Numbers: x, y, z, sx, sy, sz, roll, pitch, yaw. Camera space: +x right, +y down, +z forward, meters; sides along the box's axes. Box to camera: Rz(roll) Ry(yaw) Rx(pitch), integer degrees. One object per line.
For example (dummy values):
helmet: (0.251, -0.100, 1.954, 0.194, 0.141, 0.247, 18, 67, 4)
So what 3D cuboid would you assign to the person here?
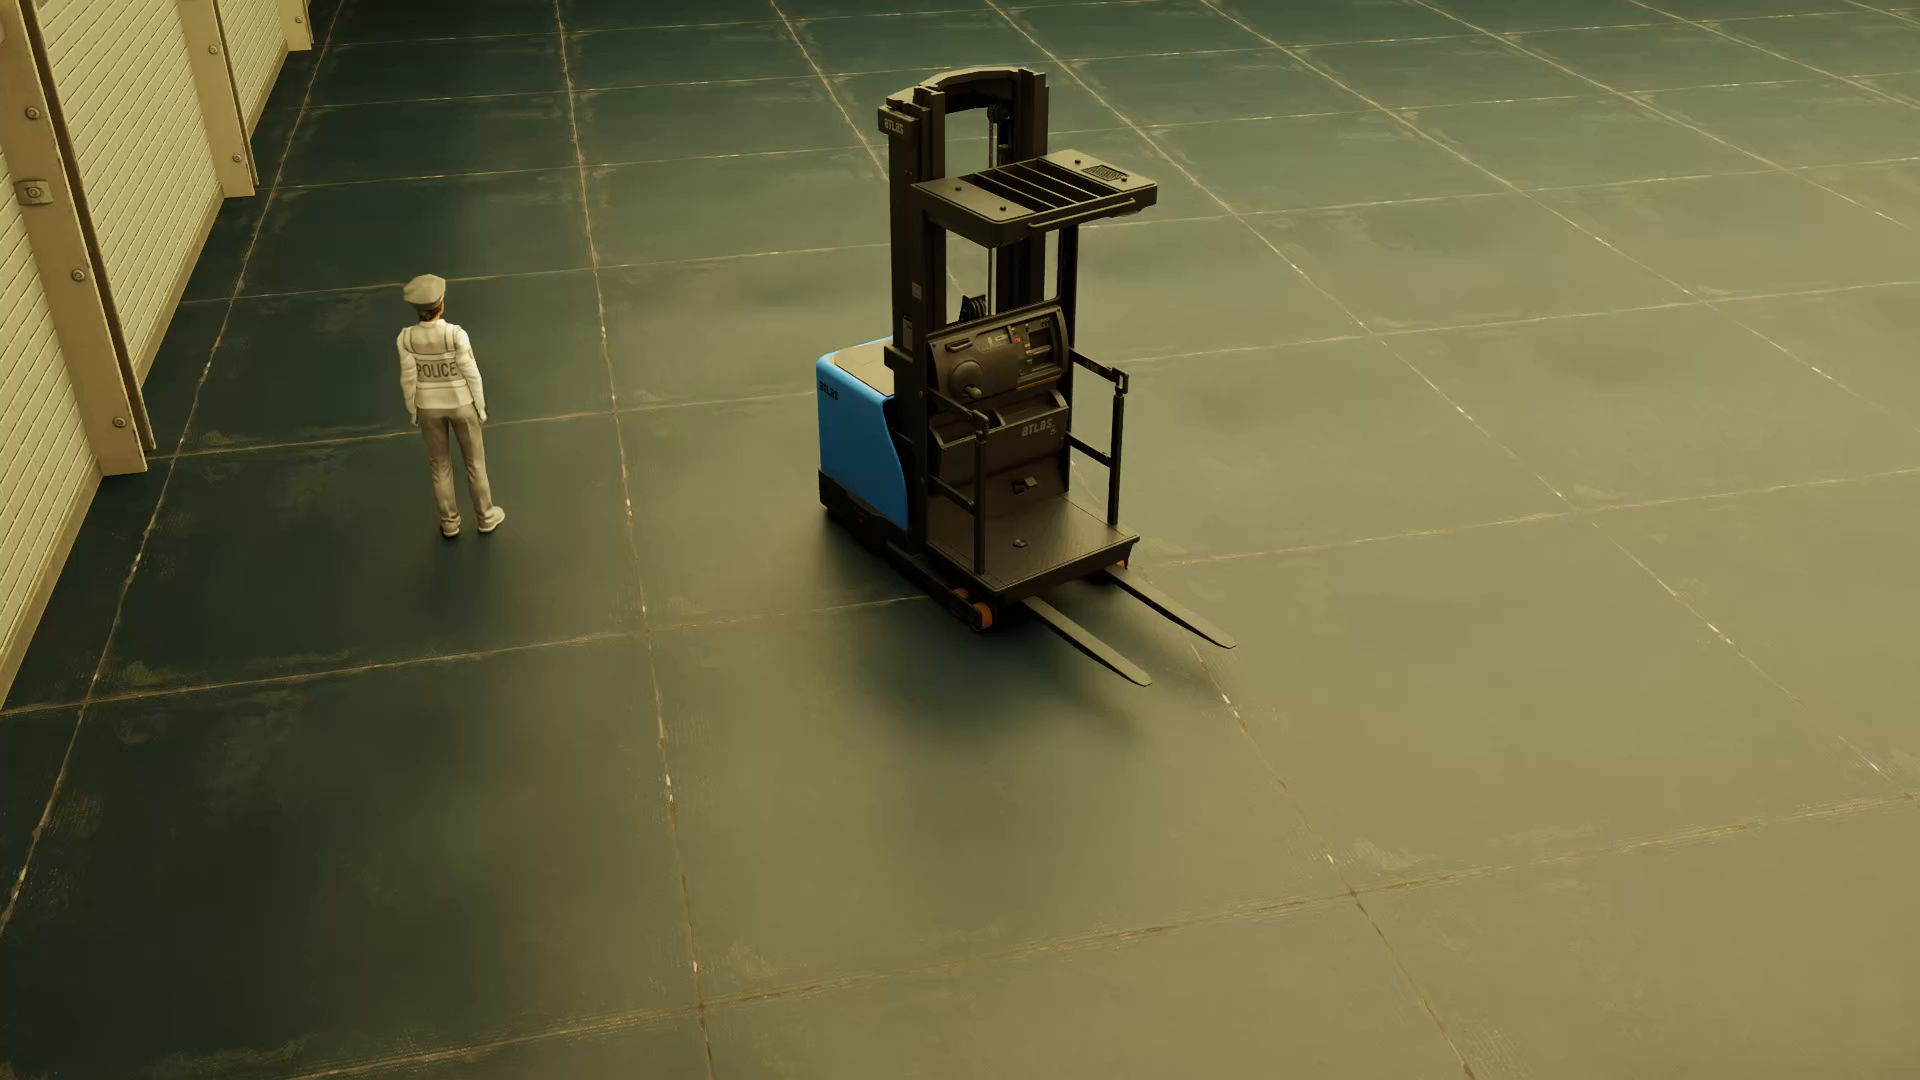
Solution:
person: (-3.153, -0.814, 10.224, 0.464, 1.692, 0.336, -3, 30, -6)

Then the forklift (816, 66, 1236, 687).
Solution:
forklift: (0.355, -1.021, 9.338, 1.130, 2.935, 3.031, -20, 35, -30)
